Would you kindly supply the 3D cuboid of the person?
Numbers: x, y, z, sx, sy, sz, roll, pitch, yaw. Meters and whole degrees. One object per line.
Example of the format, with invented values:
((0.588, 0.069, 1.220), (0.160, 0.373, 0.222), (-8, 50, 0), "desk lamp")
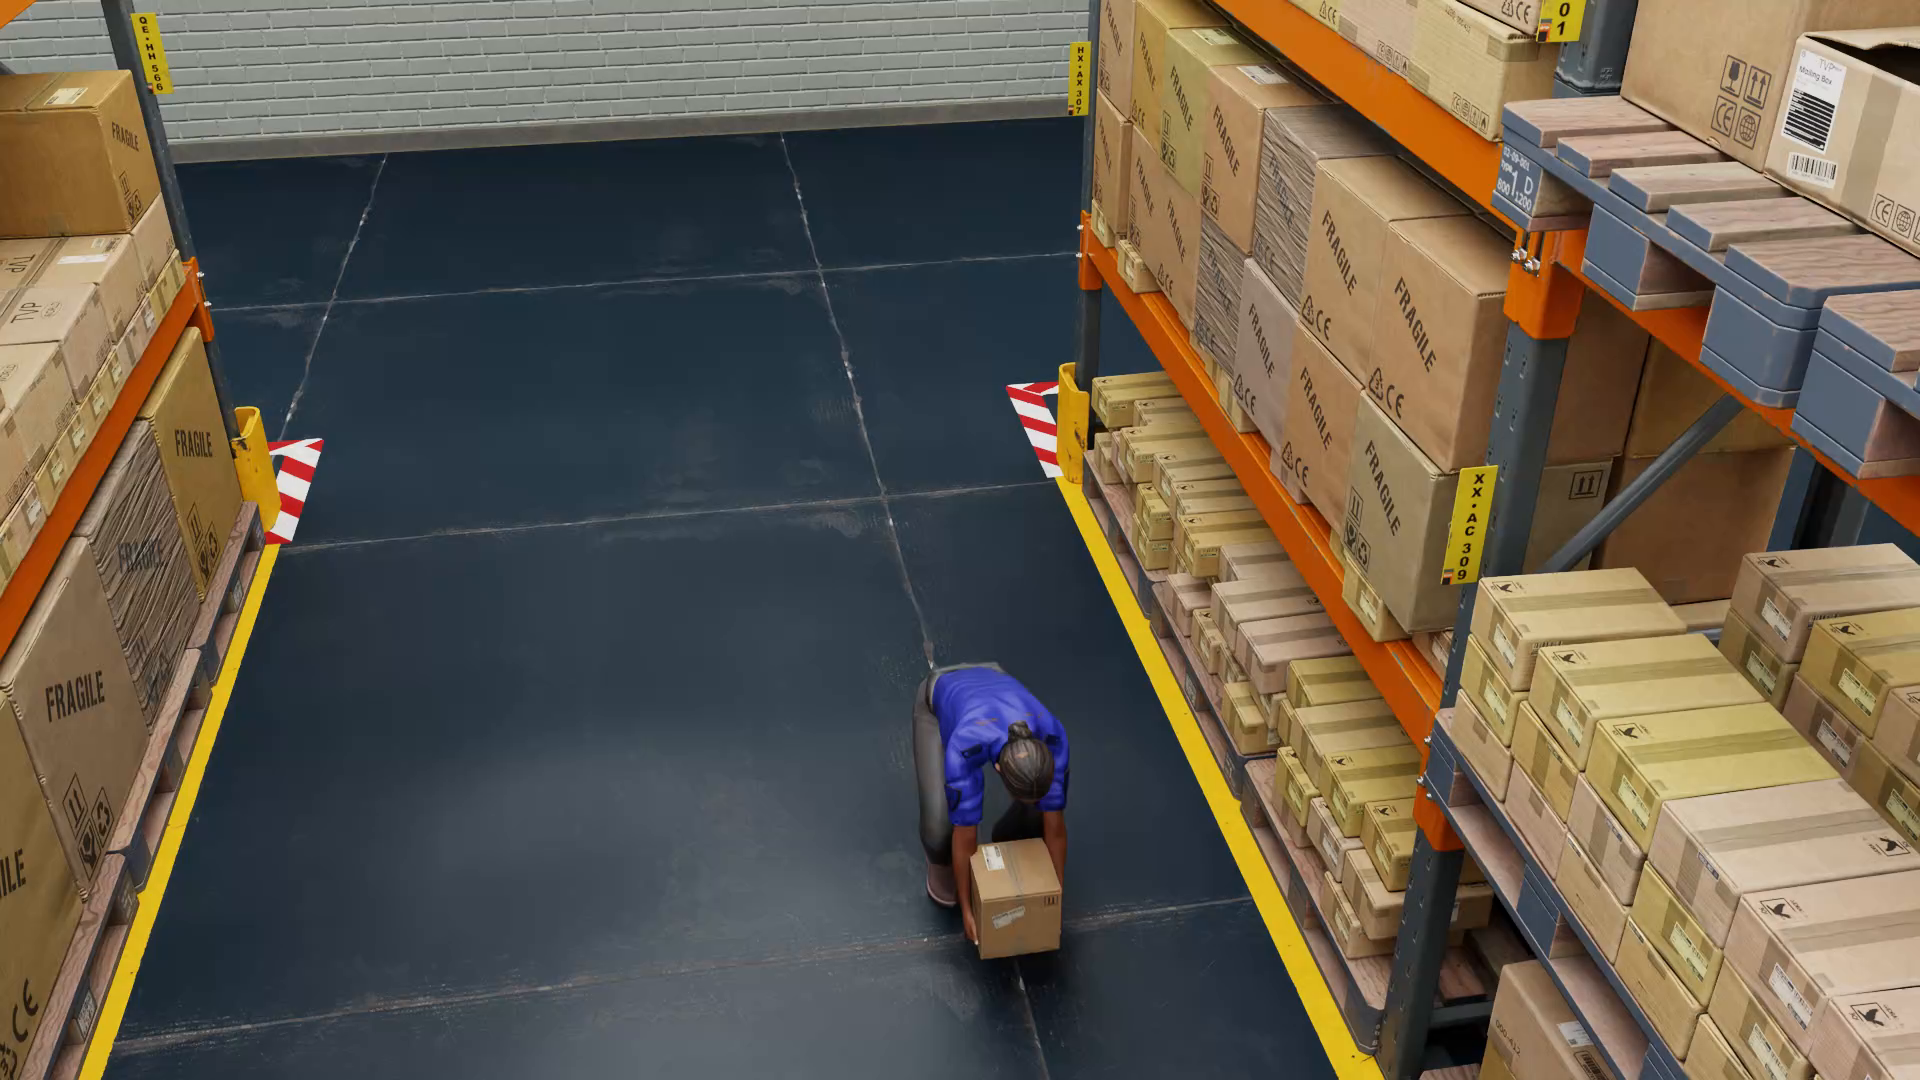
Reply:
((0.104, 0.840, 5.422), (0.470, 0.956, 0.860), (-7, 32, -12), "person")
